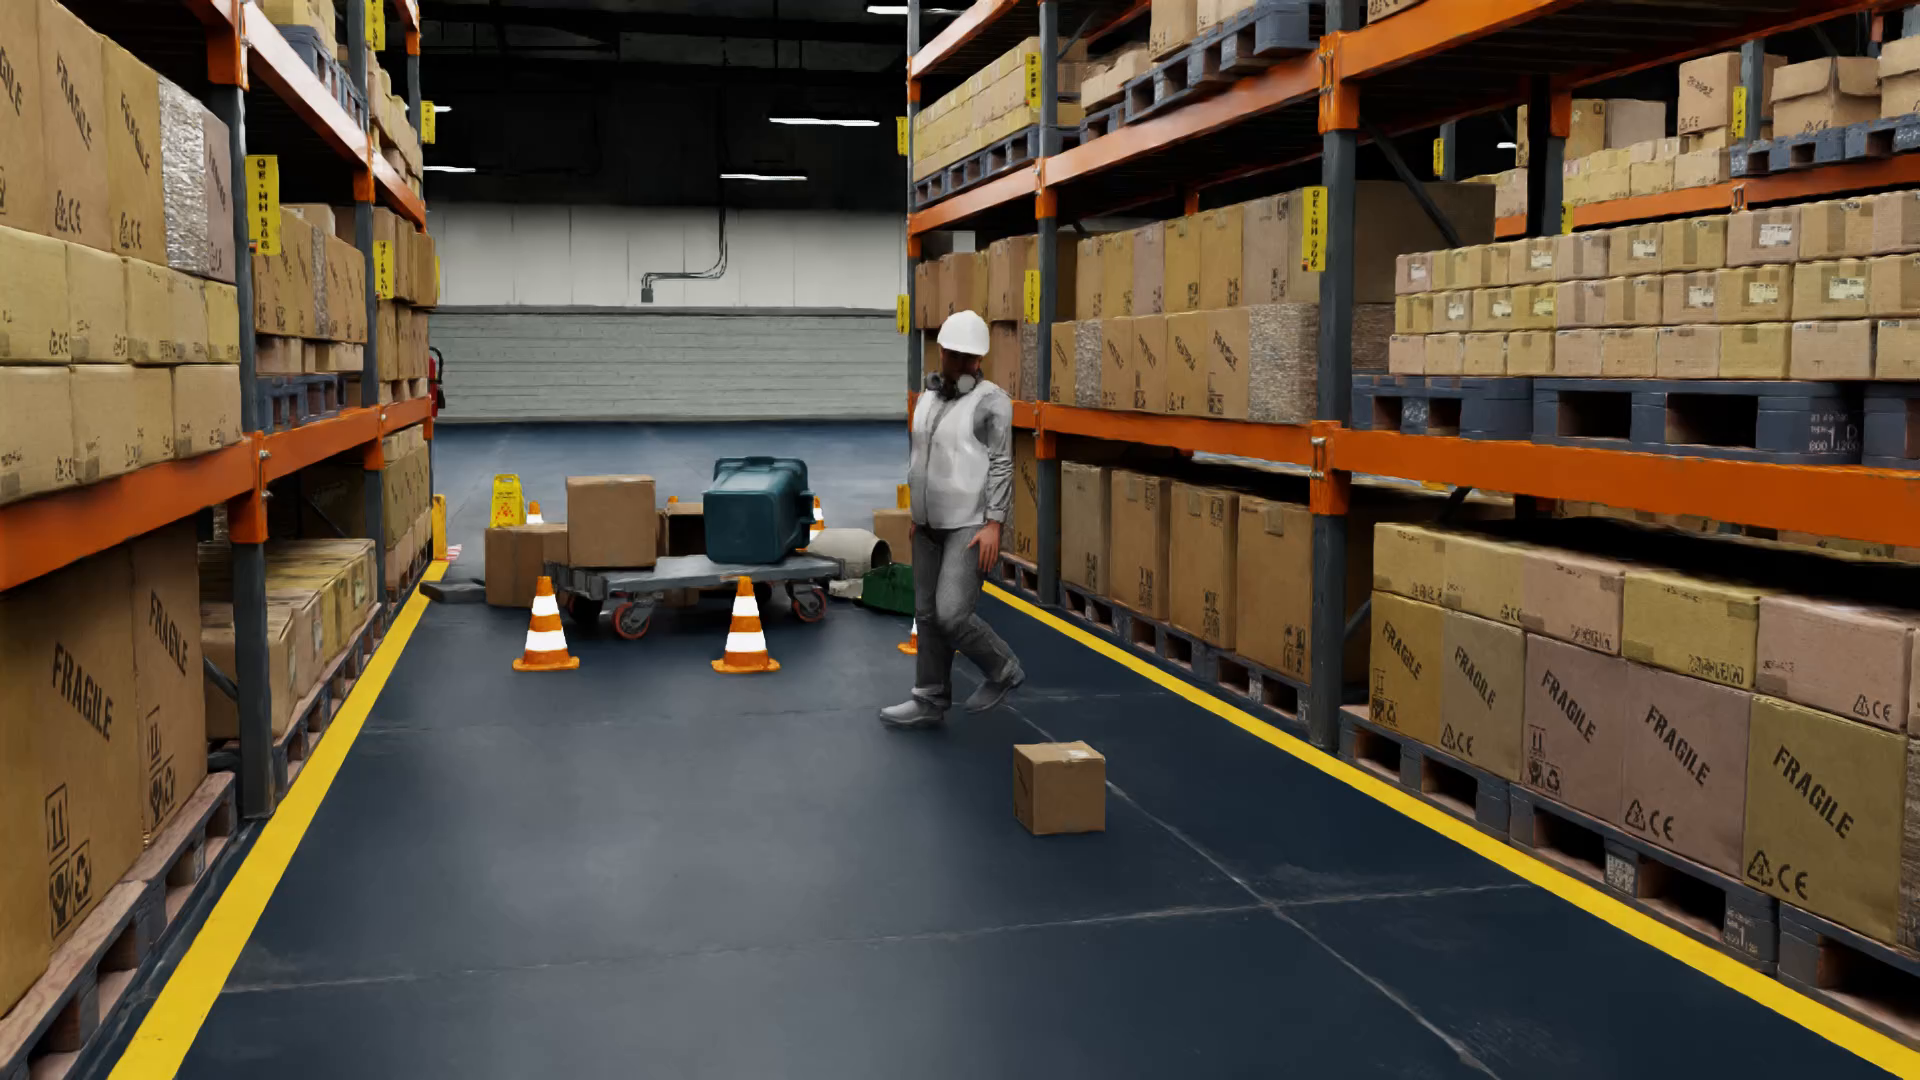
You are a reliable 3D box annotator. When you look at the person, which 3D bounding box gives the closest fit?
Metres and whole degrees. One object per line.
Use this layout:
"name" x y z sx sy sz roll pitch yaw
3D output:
"person" 0.010 -0.075 6.969 0.495 1.760 0.603 -6 8 -42
